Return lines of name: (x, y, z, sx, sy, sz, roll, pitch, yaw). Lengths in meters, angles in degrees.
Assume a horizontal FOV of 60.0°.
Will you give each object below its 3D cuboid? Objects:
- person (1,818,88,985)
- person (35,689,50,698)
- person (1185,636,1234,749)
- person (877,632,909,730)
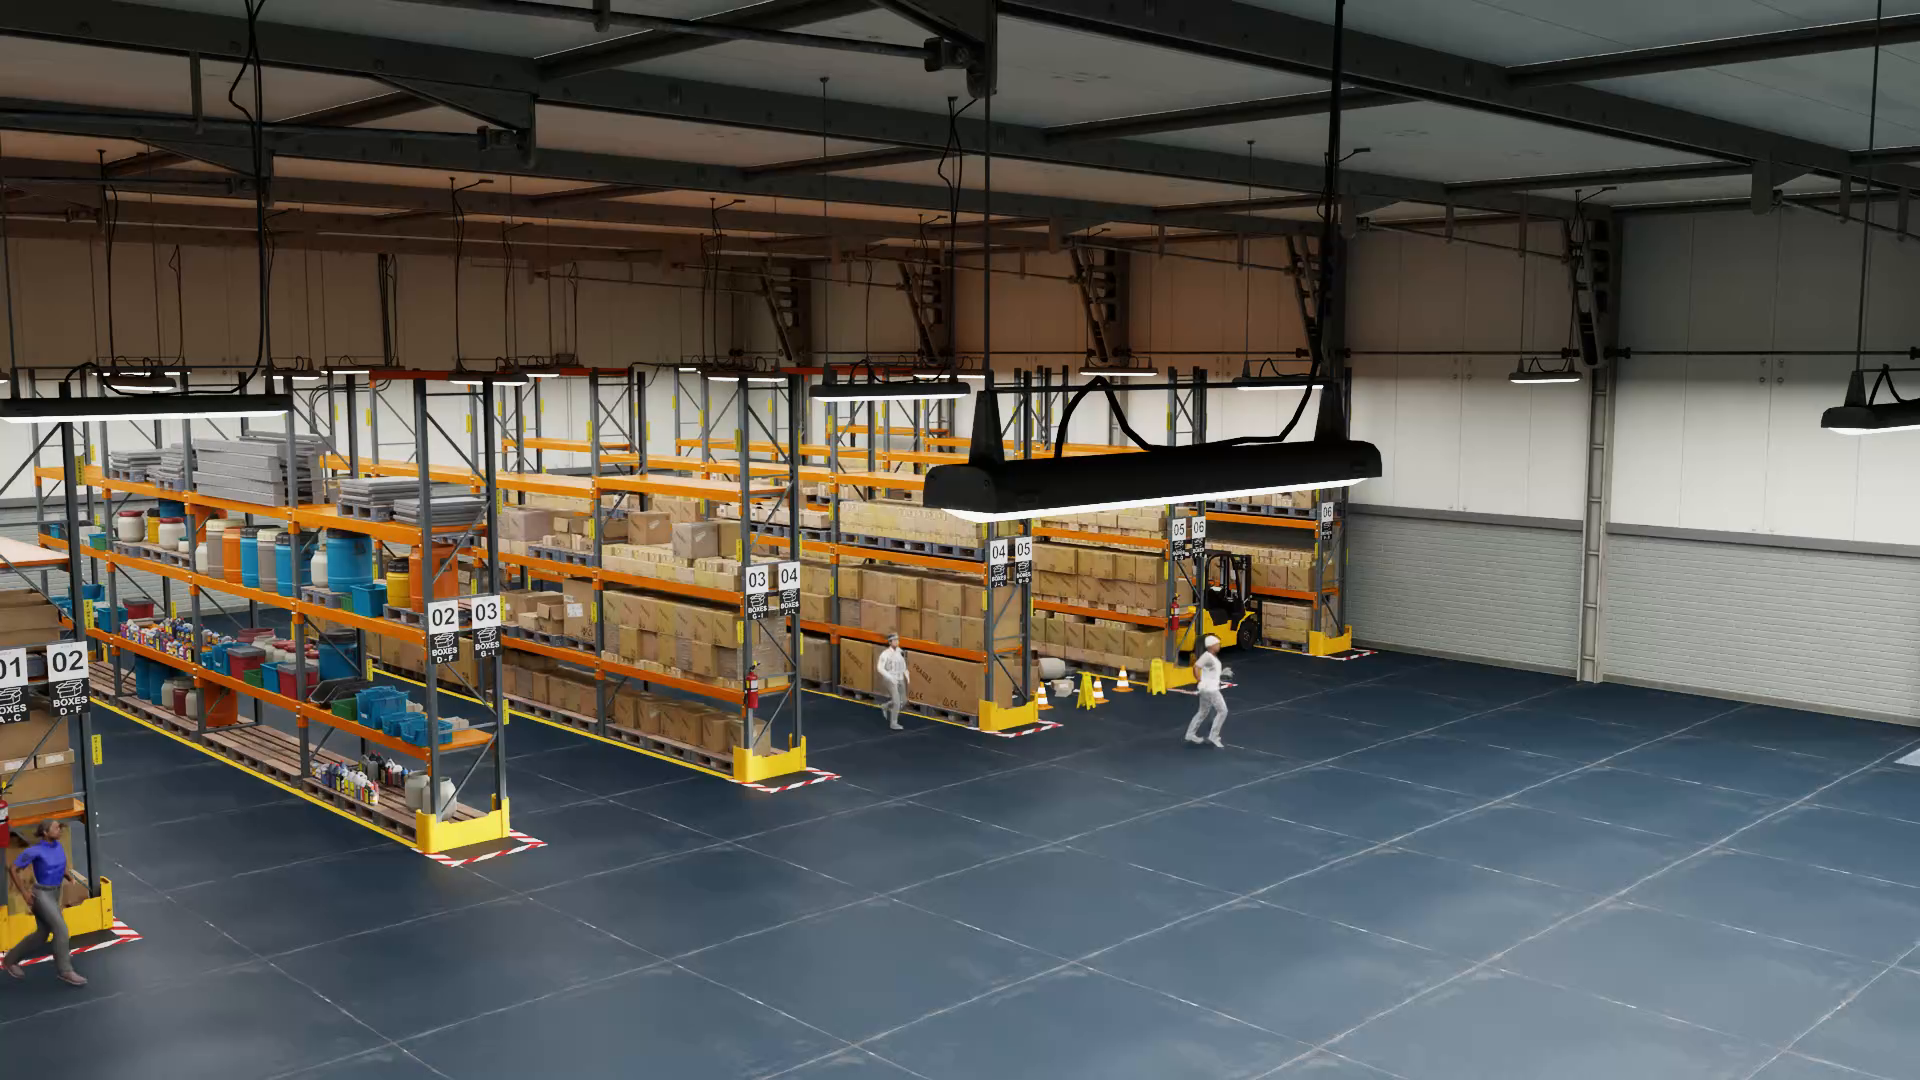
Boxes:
person: (-9.222, 3.630, 16.806, 0.870, 1.640, 0.621, 0, 6, -1)
person: (-14.466, 2.511, 26.223, 0.825, 1.771, 0.633, 4, 8, 34)
person: (4.026, 2.438, 26.751, 0.777, 1.823, 0.655, 0, 6, 3)
person: (-1.153, 2.349, 28.015, 0.585, 1.643, 0.667, 6, 9, 42)
